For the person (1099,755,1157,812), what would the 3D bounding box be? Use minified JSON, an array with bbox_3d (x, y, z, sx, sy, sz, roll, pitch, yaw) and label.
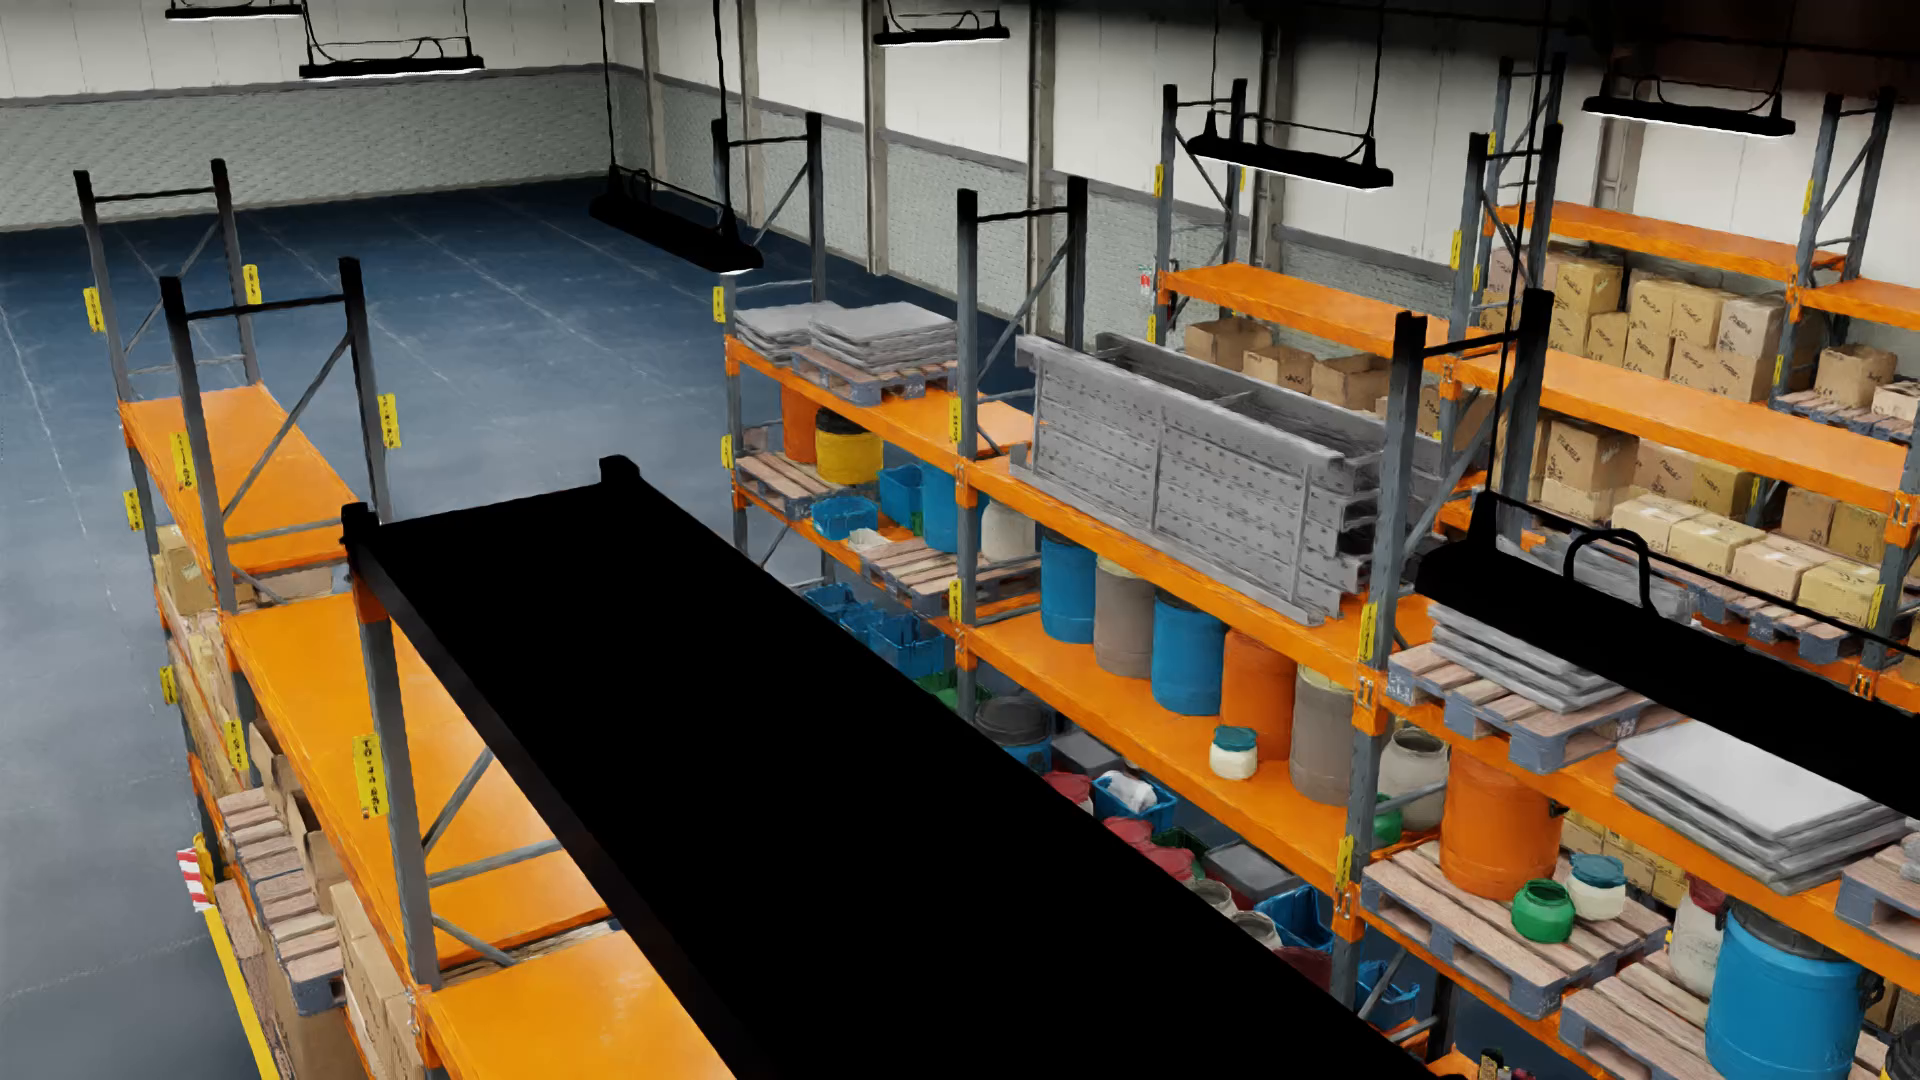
[{"bbox_3d":[1.263,2.332,12.660,0.695,1.780,0.592,17,28,36],"label":"person"}]
